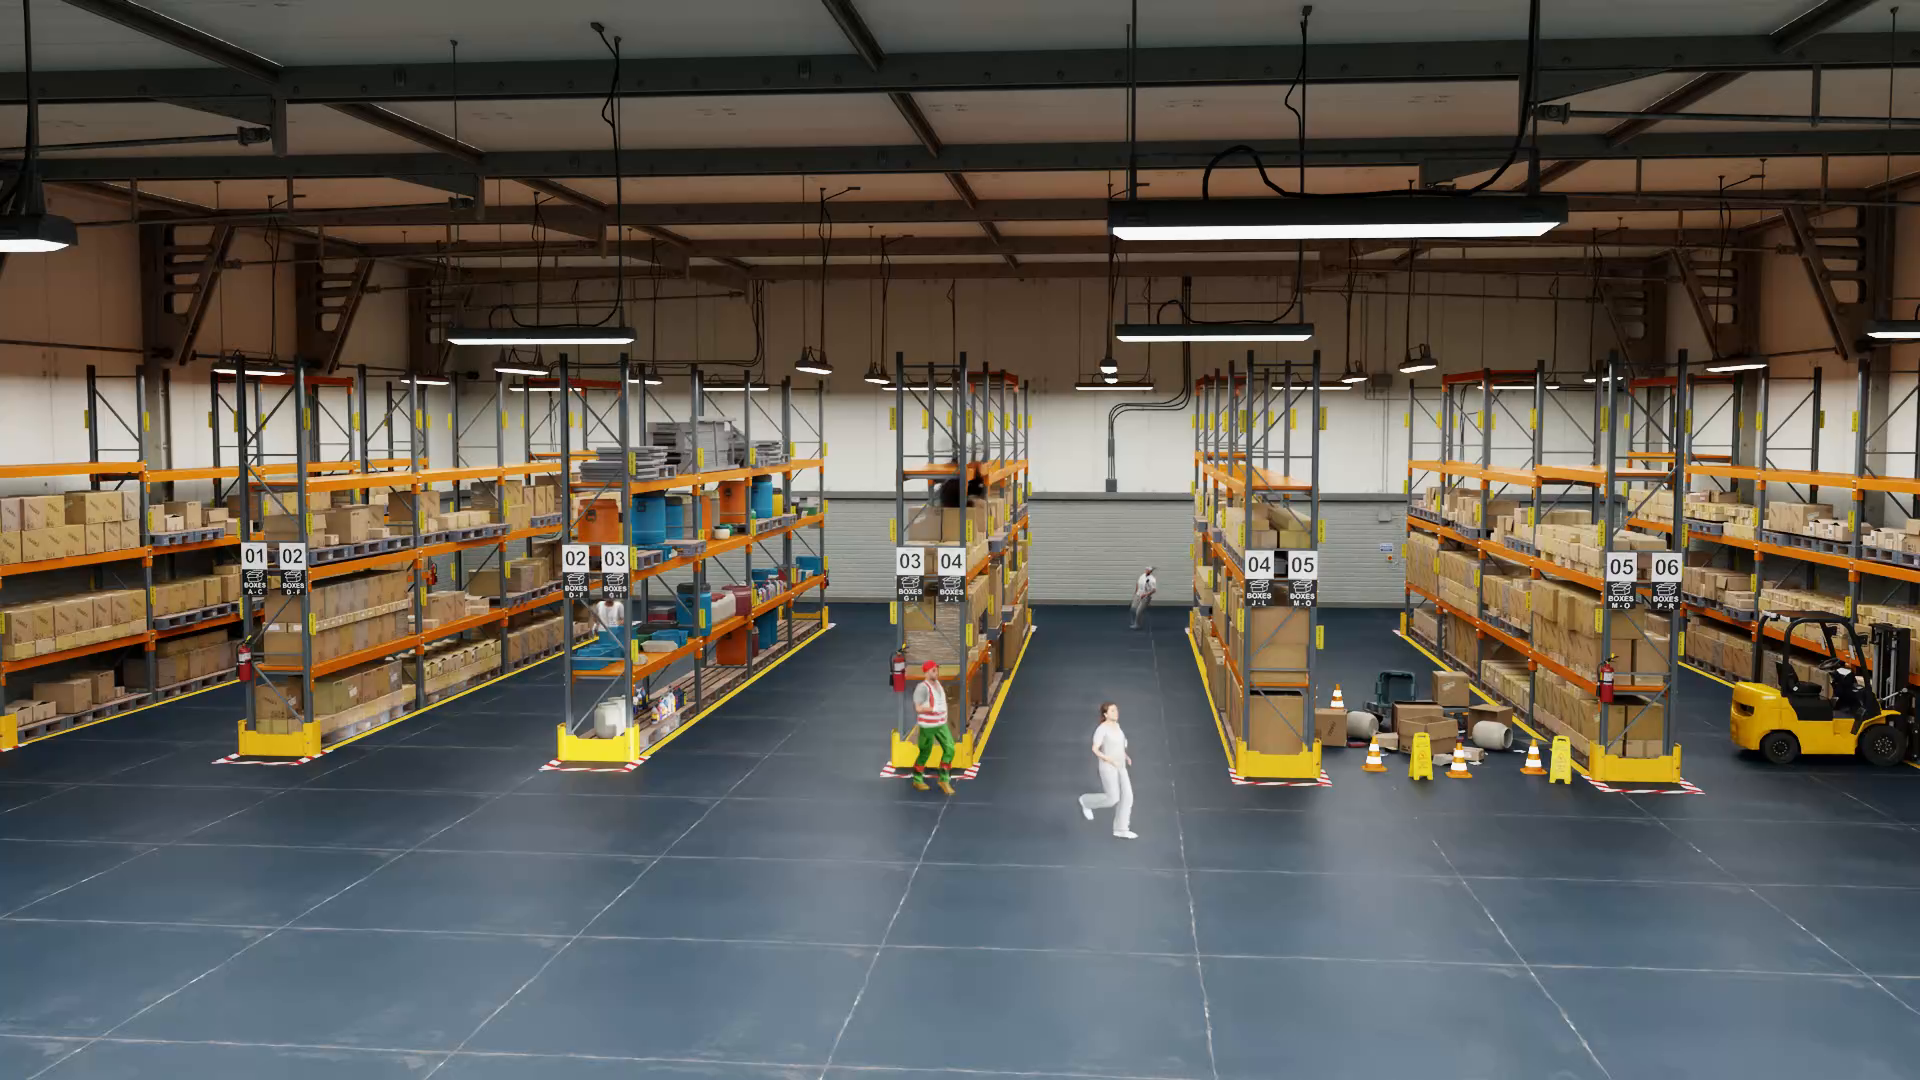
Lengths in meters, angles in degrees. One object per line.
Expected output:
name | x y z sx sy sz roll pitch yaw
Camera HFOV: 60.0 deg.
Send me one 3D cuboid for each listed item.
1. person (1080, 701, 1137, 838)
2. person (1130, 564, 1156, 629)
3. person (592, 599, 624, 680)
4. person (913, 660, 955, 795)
person | 1.832 2.764 20.157 0.806 1.631 0.581 4 6 43
person | 4.372 1.360 40.057 0.776 1.589 0.537 3 5 39
person | -6.818 1.823 32.295 0.660 1.789 0.800 -1 4 -7
person | -0.359 2.520 22.329 0.724 1.823 0.669 4 6 44
